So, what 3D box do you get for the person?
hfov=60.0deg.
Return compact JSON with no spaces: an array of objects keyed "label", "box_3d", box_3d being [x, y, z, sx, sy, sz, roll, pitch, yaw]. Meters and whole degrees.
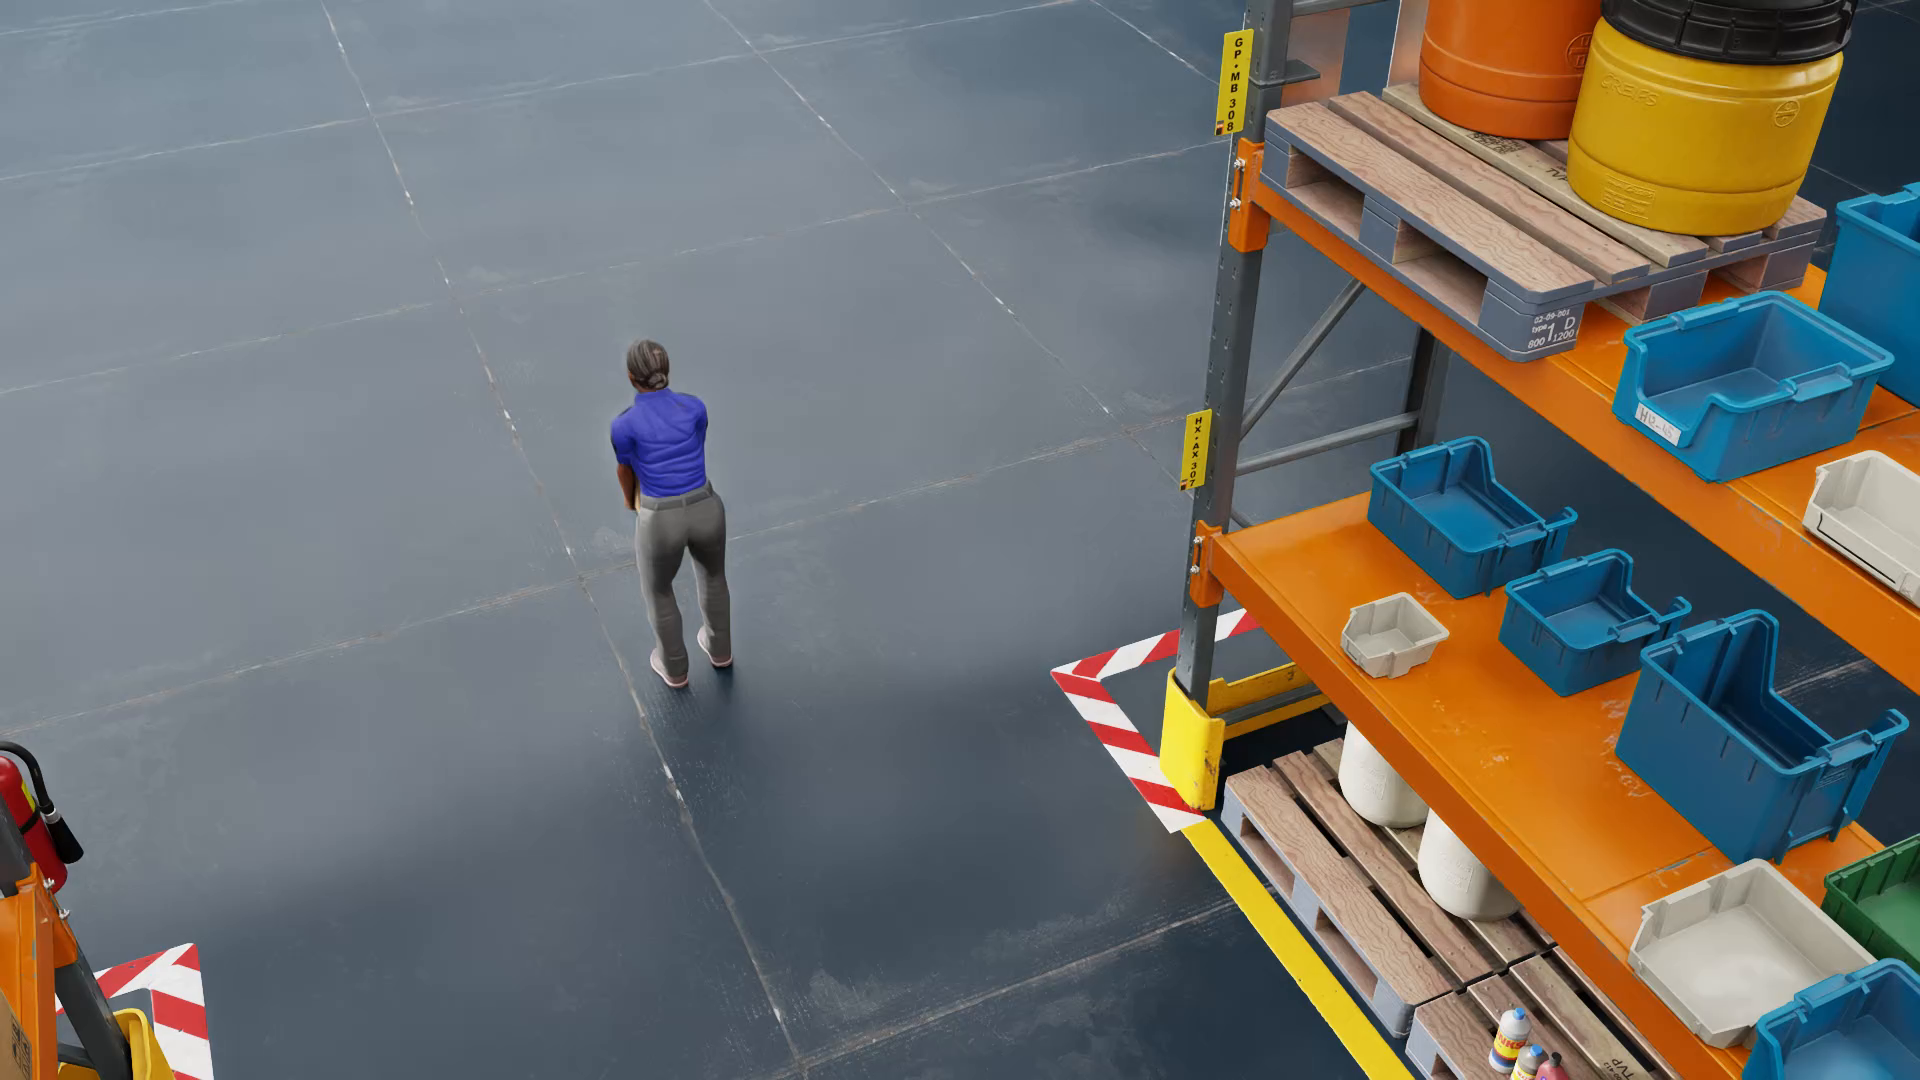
[{"label":"person","box_3d":[-1.227,-0.124,7.045,0.411,1.637,0.539,-17,40,-20]}]
